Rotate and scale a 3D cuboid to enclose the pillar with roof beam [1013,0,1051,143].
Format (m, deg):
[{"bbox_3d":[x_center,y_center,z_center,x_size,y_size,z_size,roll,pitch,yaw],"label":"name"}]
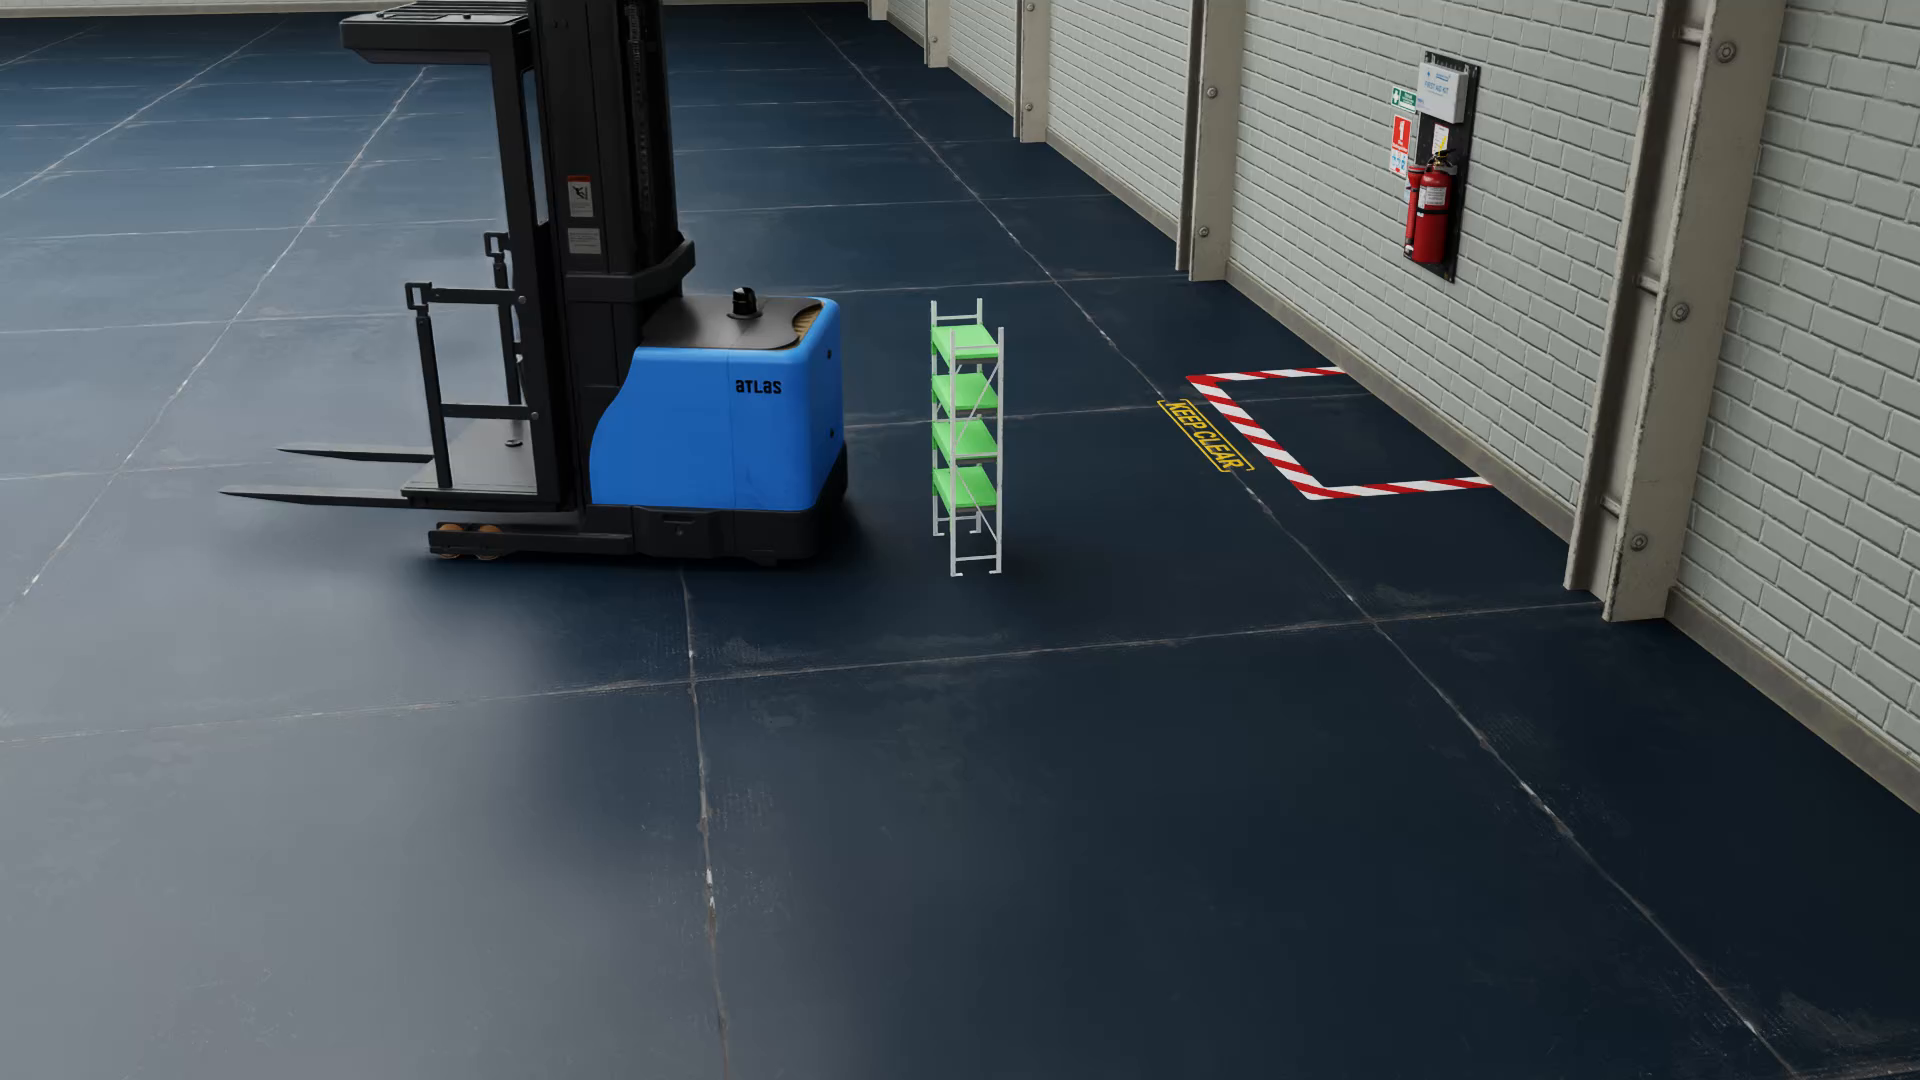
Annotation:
[{"bbox_3d":[-3.446,-8.249,15.894,9.100,9.000,0.400,-4,24,-10],"label":"pillar with roof beam"}]

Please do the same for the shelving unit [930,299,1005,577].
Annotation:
[{"bbox_3d":[0.031,-0.485,7.861,0.258,1.200,0.503,-4,24,-10],"label":"shelving unit"}]

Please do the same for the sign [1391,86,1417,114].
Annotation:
[{"bbox_3d":[2.575,-2.555,9.645,0.001,0.109,0.331,-4,24,-10],"label":"sign"}]

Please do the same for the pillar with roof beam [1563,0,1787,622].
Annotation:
[{"bbox_3d":[-1.227,-3.529,5.086,9.100,9.000,0.400,-4,24,-10],"label":"pillar with roof beam"}]

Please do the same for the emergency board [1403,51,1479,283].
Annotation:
[{"bbox_3d":[2.584,-2.073,9.249,0.194,1.169,0.643,-4,24,-10],"label":"emergency board"}]

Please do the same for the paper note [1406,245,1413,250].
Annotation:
[{"bbox_3d":[2.619,-1.744,9.596,0.016,0.148,0.142,-4,24,-10],"label":"paper note"}]

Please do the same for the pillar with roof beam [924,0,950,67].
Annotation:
[{"bbox_3d":[-4.556,-10.609,21.297,9.100,9.000,0.400,-4,24,-10],"label":"pillar with roof beam"}]

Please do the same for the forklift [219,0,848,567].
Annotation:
[{"bbox_3d":[-2.139,-1.451,7.910,3.031,2.935,1.130,2,24,5],"label":"forklift"}]

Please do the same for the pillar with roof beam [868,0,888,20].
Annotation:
[{"bbox_3d":[-5.665,-12.969,26.701,9.100,9.000,0.400,-4,24,-10],"label":"pillar with roof beam"}]

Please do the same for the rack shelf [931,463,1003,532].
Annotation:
[{"bbox_3d":[0.031,-0.206,7.982,0.258,0.148,0.480,-4,24,-10],"label":"rack shelf"}]

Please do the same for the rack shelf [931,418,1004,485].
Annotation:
[{"bbox_3d":[0.031,-0.426,7.886,0.258,0.148,0.480,-4,24,-10],"label":"rack shelf"}]

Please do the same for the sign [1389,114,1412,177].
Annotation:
[{"bbox_3d":[2.583,-2.314,9.757,0.001,0.329,0.234,-4,24,-10],"label":"sign"}]

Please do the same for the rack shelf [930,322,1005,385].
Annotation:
[{"bbox_3d":[0.031,-0.866,7.694,0.258,0.148,0.480,-4,24,-10],"label":"rack shelf"}]

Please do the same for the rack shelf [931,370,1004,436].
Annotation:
[{"bbox_3d":[0.031,-0.646,7.790,0.258,0.148,0.480,-4,24,-10],"label":"rack shelf"}]

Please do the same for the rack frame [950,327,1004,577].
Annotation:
[{"bbox_3d":[0.076,-0.389,7.641,0.240,1.200,0.015,-4,24,-10],"label":"rack frame"}]

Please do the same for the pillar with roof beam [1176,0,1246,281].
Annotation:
[{"bbox_3d":[-2.337,-5.889,10.490,9.100,9.000,0.400,-4,24,-10],"label":"pillar with roof beam"}]

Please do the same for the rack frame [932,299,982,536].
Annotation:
[{"bbox_3d":[-0.015,-0.581,8.081,0.240,1.200,0.015,-4,24,-10],"label":"rack frame"}]
